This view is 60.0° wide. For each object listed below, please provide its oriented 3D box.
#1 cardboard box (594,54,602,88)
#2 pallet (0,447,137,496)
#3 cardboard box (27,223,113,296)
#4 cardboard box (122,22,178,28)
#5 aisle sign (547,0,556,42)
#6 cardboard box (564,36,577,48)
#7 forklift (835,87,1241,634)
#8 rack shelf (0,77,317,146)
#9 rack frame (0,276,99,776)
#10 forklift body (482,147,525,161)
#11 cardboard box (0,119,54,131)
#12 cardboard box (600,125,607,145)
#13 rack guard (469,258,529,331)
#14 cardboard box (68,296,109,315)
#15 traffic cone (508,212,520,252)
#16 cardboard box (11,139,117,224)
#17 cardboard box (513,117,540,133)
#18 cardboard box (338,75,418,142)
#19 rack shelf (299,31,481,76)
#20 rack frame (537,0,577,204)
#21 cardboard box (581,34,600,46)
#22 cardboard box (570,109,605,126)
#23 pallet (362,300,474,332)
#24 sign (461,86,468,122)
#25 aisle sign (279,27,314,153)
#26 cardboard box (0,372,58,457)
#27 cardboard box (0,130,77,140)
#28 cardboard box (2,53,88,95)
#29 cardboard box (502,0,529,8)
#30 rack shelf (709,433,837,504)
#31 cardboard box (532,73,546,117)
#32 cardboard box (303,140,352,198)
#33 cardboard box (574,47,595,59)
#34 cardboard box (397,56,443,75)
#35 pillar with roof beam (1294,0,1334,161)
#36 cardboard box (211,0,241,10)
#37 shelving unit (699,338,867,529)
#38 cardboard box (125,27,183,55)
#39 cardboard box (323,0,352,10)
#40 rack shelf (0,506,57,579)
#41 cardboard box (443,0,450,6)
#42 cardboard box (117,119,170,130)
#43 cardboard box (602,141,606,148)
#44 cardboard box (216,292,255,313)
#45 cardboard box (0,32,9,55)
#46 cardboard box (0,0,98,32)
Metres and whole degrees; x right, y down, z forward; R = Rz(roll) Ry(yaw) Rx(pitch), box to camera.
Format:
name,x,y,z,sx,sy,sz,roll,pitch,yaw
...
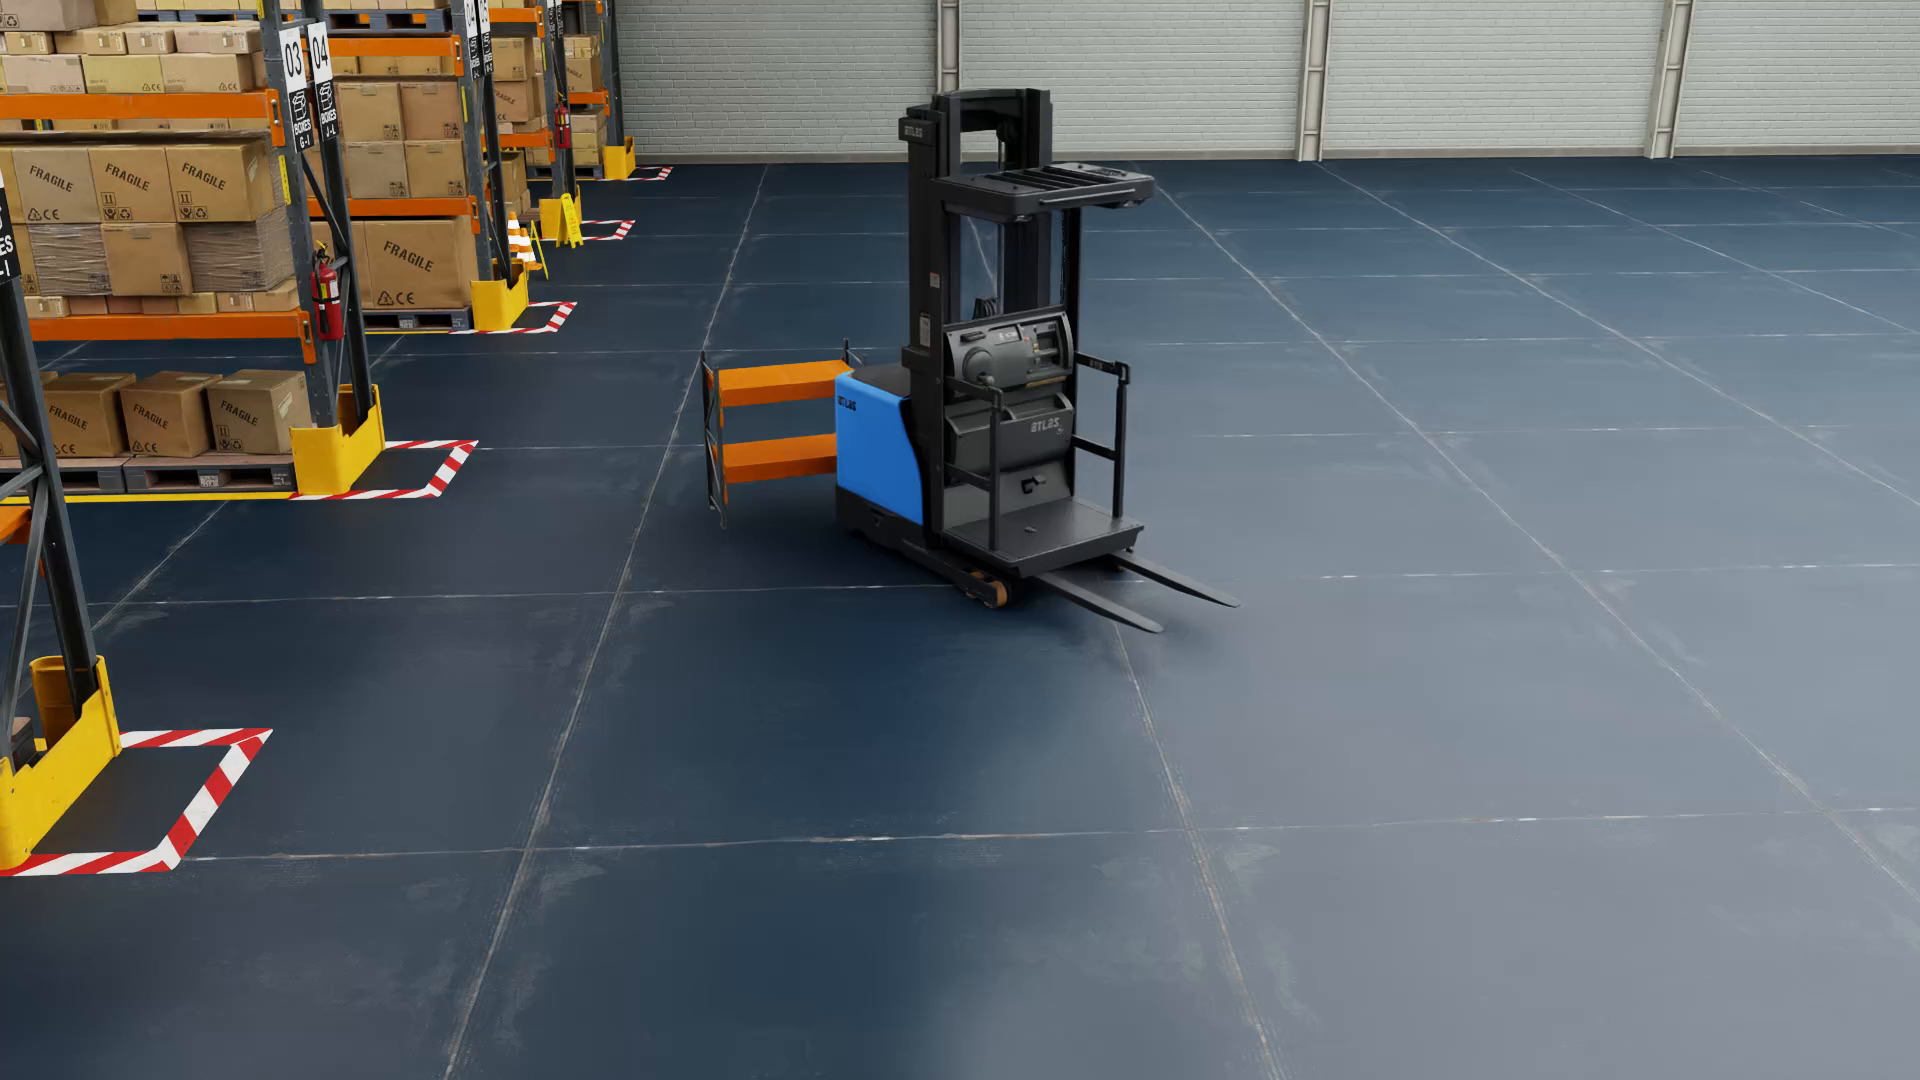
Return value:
name,x,y,z,sx,sy,sz,roll,pitch,yaw
cardboard box,-5.923,-7.352,26.074,0.500,0.500,0.500,0,21,-1
pallet,-6.664,-0.600,12.401,1.213,0.211,1.003,-1,21,-3
cardboard box,-6.104,-2.070,11.782,0.500,0.500,0.875,-1,21,-3
cardboard box,-5.633,-3.527,11.605,0.250,0.149,0.380,0,21,-1
aisle sign,-5.047,-6.566,20.498,0.004,0.787,0.394,-1,21,-3
cardboard box,-6.002,-7.607,25.415,0.250,0.149,0.380,-1,21,-3
forklift,0.440,-1.152,10.028,1.130,2.935,3.031,-15,25,-34
rack shelf,-6.556,-2.958,11.469,4.000,0.370,1.077,-1,21,-3
rack frame,-4.277,-0.173,7.361,0.127,3.000,1.000,-1,21,-3
forklift body,-7.201,-6.133,24.207,1.214,2.155,2.313,-1,21,-3
cardboard box,-9.231,-4.117,16.174,0.500,0.500,0.700,-2,21,-4
cardboard box,-5.894,-6.425,26.354,0.500,0.250,0.500,-1,21,-2
rack guard,-4.718,-2.529,17.061,0.348,0.500,1.175,-1,21,-3
cardboard box,-6.079,-1.705,11.737,0.250,0.149,0.380,-1,21,-3
traffic cone,-5.481,-3.801,20.453,0.334,0.463,0.336,-1,21,-3
cardboard box,-6.093,-2.465,11.417,0.500,0.500,0.500,-1,21,-3
cardboard box,-5.486,-5.252,21.053,0.250,0.149,0.380,0,21,-1
cardboard box,-5.658,-4.234,16.297,0.550,0.550,0.875,-1,21,-3
rack shelf,-6.738,-4.722,16.103,4.000,0.370,1.077,-1,21,-3
rack frame,-5.125,-5.453,21.228,0.127,3.000,1.000,-1,21,-3
cardboard box,-5.760,-7.774,25.855,0.250,0.149,0.380,-2,21,-4
cardboard box,-5.903,-6.652,26.247,0.500,0.250,0.500,-1,21,-4
pallet,-5.536,-2.350,16.996,1.213,0.211,1.003,-1,21,-3
sign,-4.725,-4.156,15.860,0.005,0.325,0.100,-1,21,-3
aisle sign,-4.481,-3.042,11.243,0.004,0.787,0.394,-1,21,-3
cardboard box,-6.965,-0.928,12.267,0.500,0.500,0.500,-3,21,-8
cardboard box,-6.622,-2.641,11.878,0.500,0.500,0.500,-1,21,-3
cardboard box,-6.037,-3.146,11.163,0.500,0.250,0.500,-1,21,-2
cardboard box,-5.465,-6.631,20.459,0.250,0.149,0.380,-1,21,-3
rack shelf,-1.204,-0.518,11.587,1.000,0.278,0.538,-7,22,-18
cardboard box,-5.614,-5.728,21.391,0.500,0.500,0.500,-1,21,-4
cardboard box,-6.224,-3.758,16.564,0.550,0.550,0.875,-1,21,-3
cardboard box,-5.742,-7.460,25.446,0.250,0.149,0.380,-1,21,-2
cardboard box,-6.632,-5.964,20.605,0.500,0.500,0.700,-1,21,-4
pillar with roof beam,6.067,-9.040,22.219,0.400,9.000,9.100,-1,21,-3
cardboard box,-6.834,-5.061,15.604,0.250,0.149,0.380,-1,21,-2
shelving unit,-1.204,-0.746,11.500,1.048,1.125,0.538,-7,22,-18
cardboard box,-5.352,-3.326,11.077,0.250,0.149,0.380,-2,21,-5
cardboard box,-5.815,-5.082,15.660,0.250,0.149,0.380,-1,21,-3
rack shelf,-6.274,0.203,7.382,4.000,0.370,1.077,-1,21,-3
cardboard box,-5.102,-5.331,16.314,0.250,0.149,0.380,-1,21,-3
cardboard box,-7.822,-4.238,16.308,0.550,0.550,0.875,-1,21,-3
cardboard box,-5.914,-6.187,26.430,0.500,0.250,0.500,-1,21,-3
cardboard box,-5.082,-1.731,11.806,0.250,0.149,0.380,-1,21,-3
cardboard box,-6.395,-3.321,11.064,0.250,0.149,0.380,-2,21,-6
cardboard box,-6.093,-3.633,10.970,0.500,0.500,0.500,-1,21,-3
